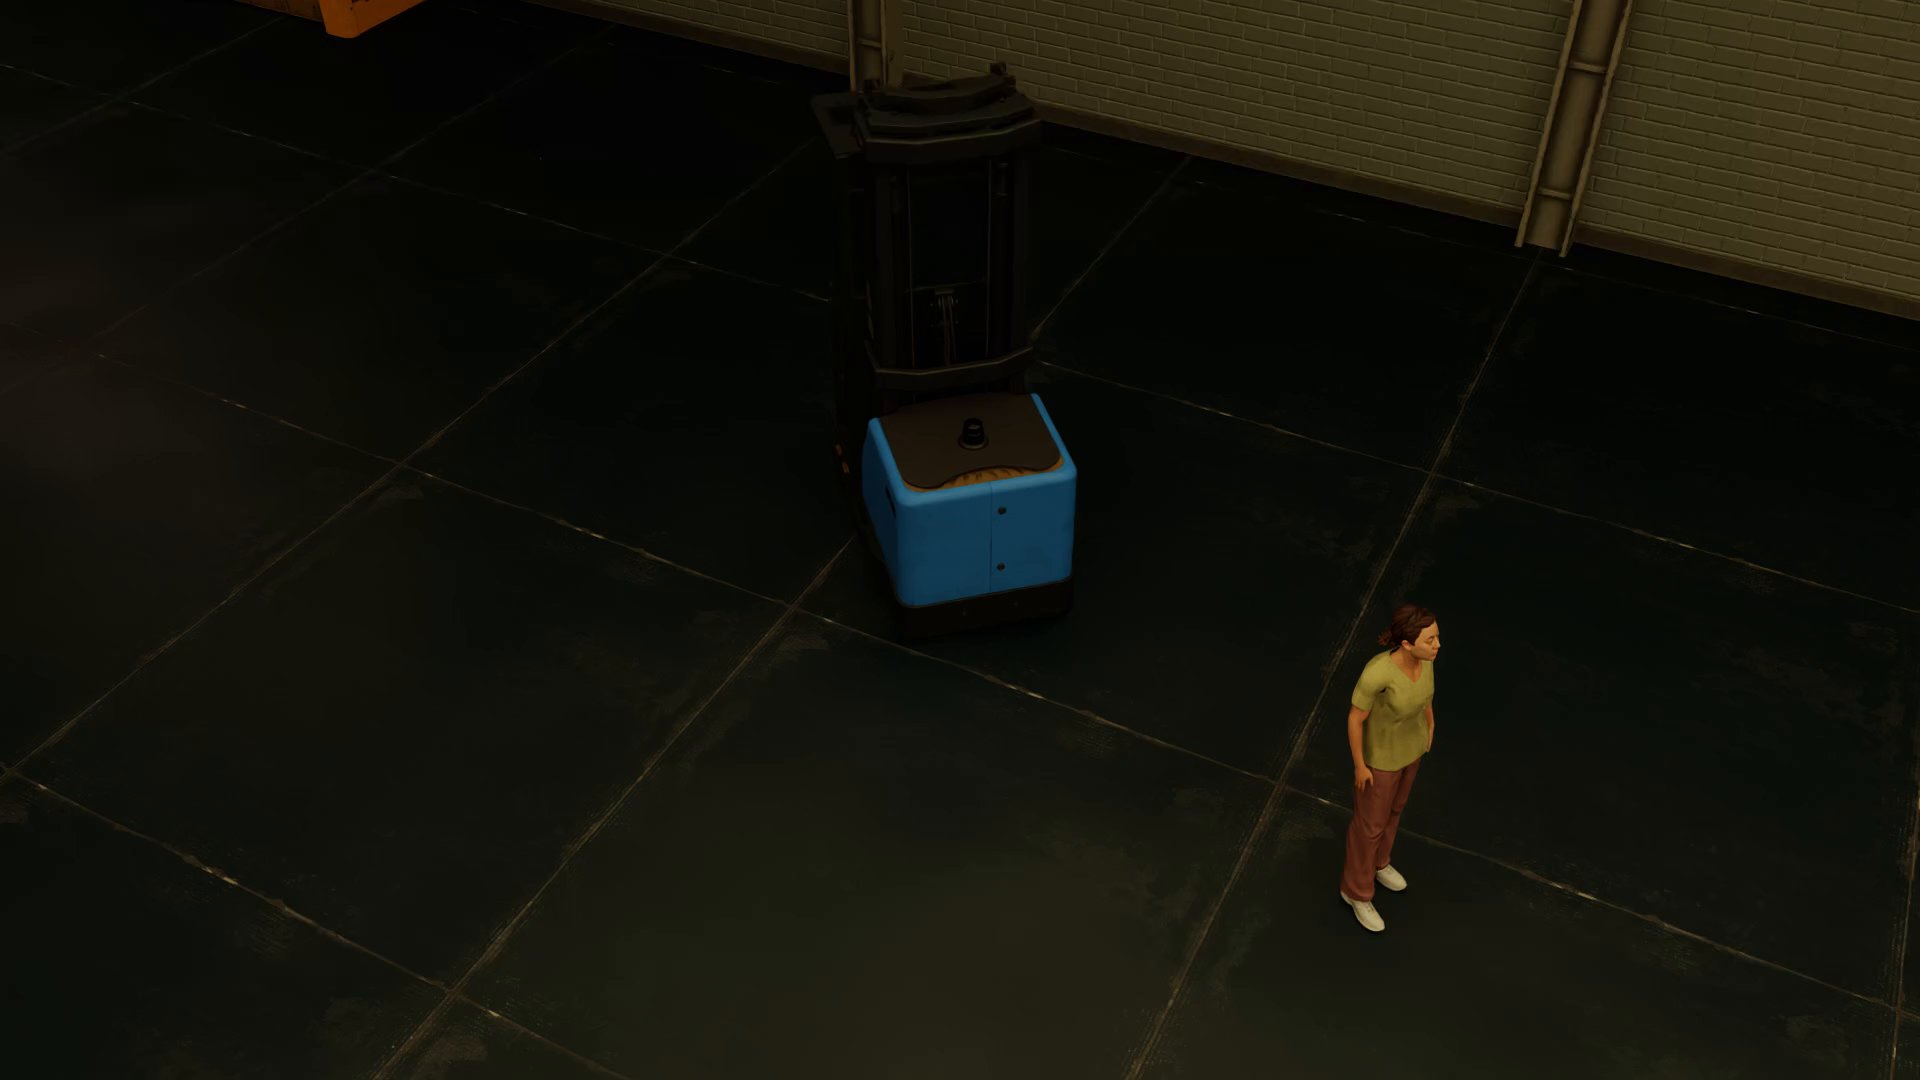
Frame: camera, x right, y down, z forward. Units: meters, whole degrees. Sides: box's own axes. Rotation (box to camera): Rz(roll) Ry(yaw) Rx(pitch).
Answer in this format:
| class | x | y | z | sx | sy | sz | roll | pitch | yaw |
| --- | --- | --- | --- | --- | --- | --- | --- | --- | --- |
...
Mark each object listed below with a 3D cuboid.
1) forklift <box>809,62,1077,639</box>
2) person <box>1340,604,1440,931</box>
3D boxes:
| class | x | y | z | sx | sy | sz | roll | pitch | yaw |
| --- | --- | --- | --- | --- | --- | --- | --- | --- | --- |
| forklift | -0.215 | -1.517 | 9.787 | 1.130 | 2.935 | 3.031 | -10 | 41 | -11 |
| person | 2.053 | 1.025 | 7.733 | 0.553 | 1.674 | 0.549 | -26 | 46 | -27 |
